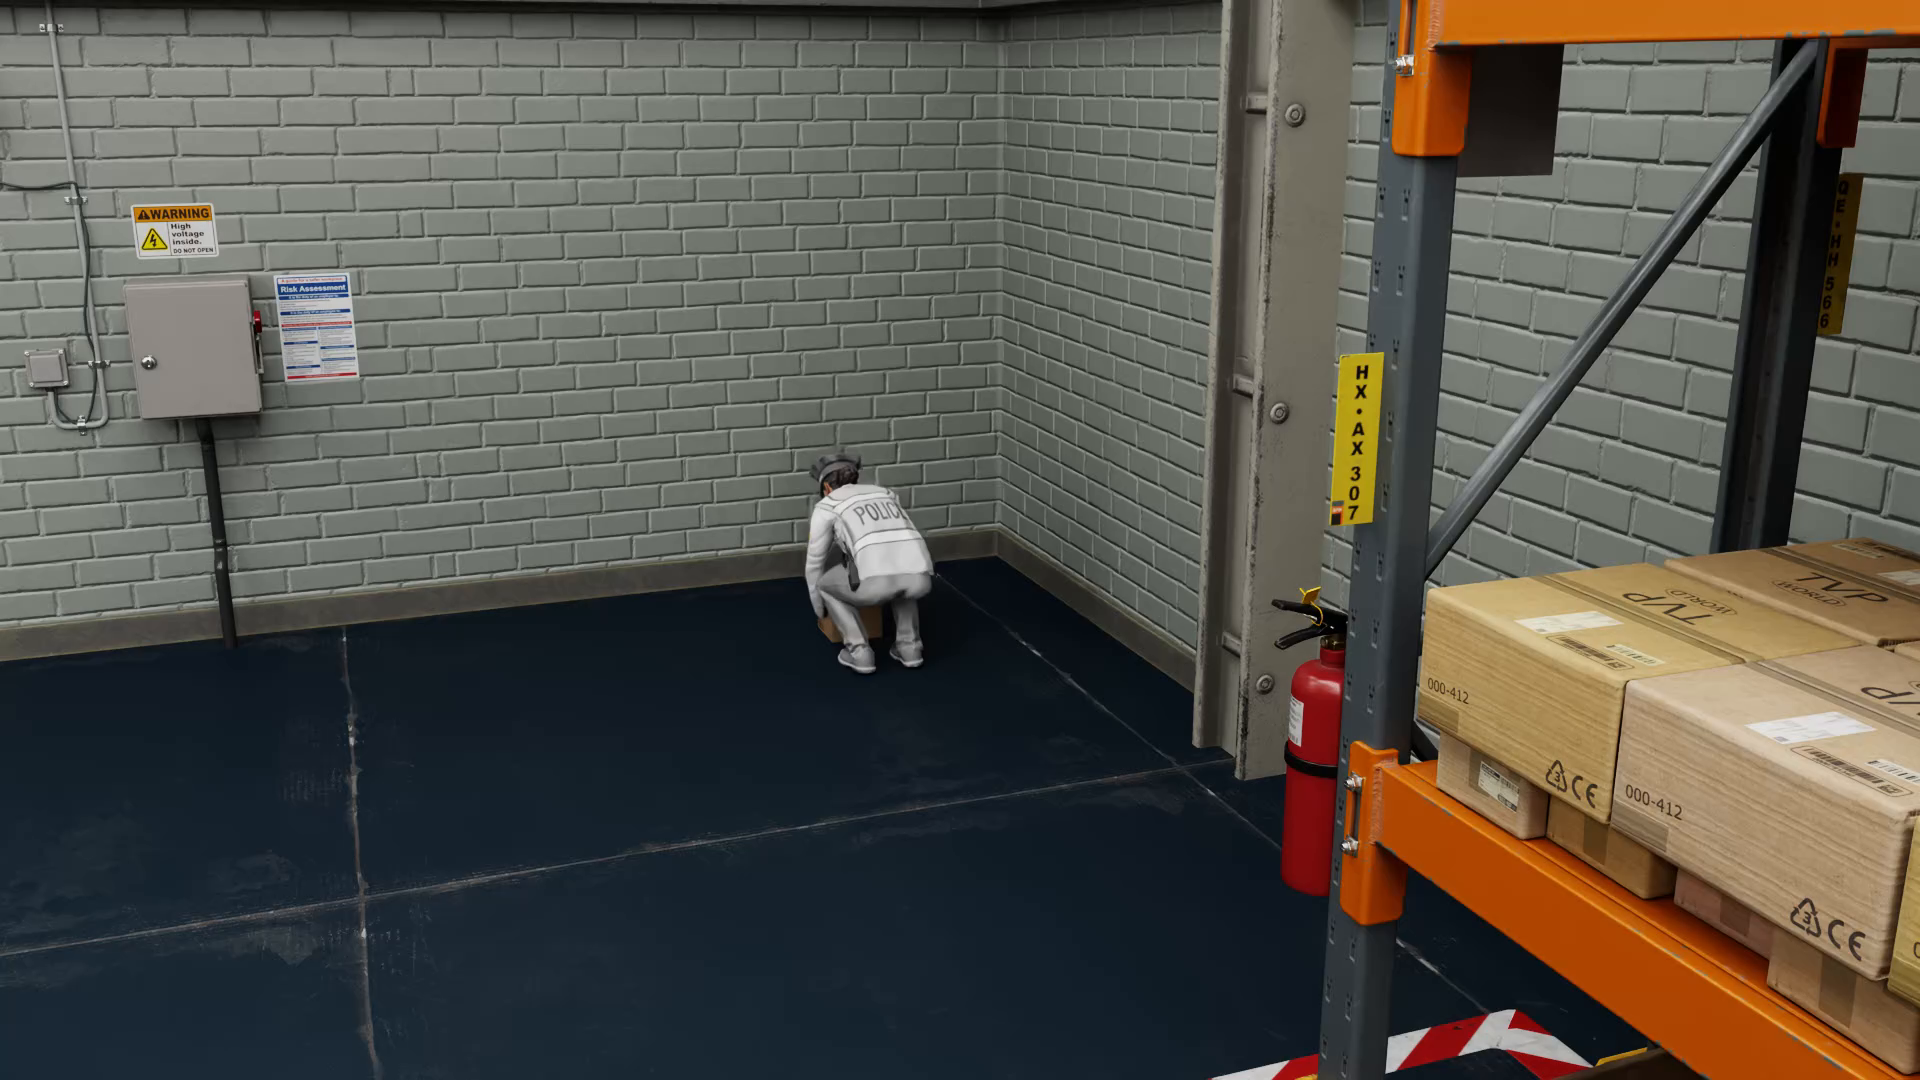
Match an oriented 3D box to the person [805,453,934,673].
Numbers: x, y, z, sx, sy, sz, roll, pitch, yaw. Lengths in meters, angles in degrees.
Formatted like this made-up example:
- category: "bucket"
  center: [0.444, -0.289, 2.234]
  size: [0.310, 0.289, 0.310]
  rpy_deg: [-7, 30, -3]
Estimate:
- category: "person"
  center: [-0.427, 0.096, 7.586]
  size: [0.489, 0.913, 0.854]
  rpy_deg: [-6, 17, -20]
